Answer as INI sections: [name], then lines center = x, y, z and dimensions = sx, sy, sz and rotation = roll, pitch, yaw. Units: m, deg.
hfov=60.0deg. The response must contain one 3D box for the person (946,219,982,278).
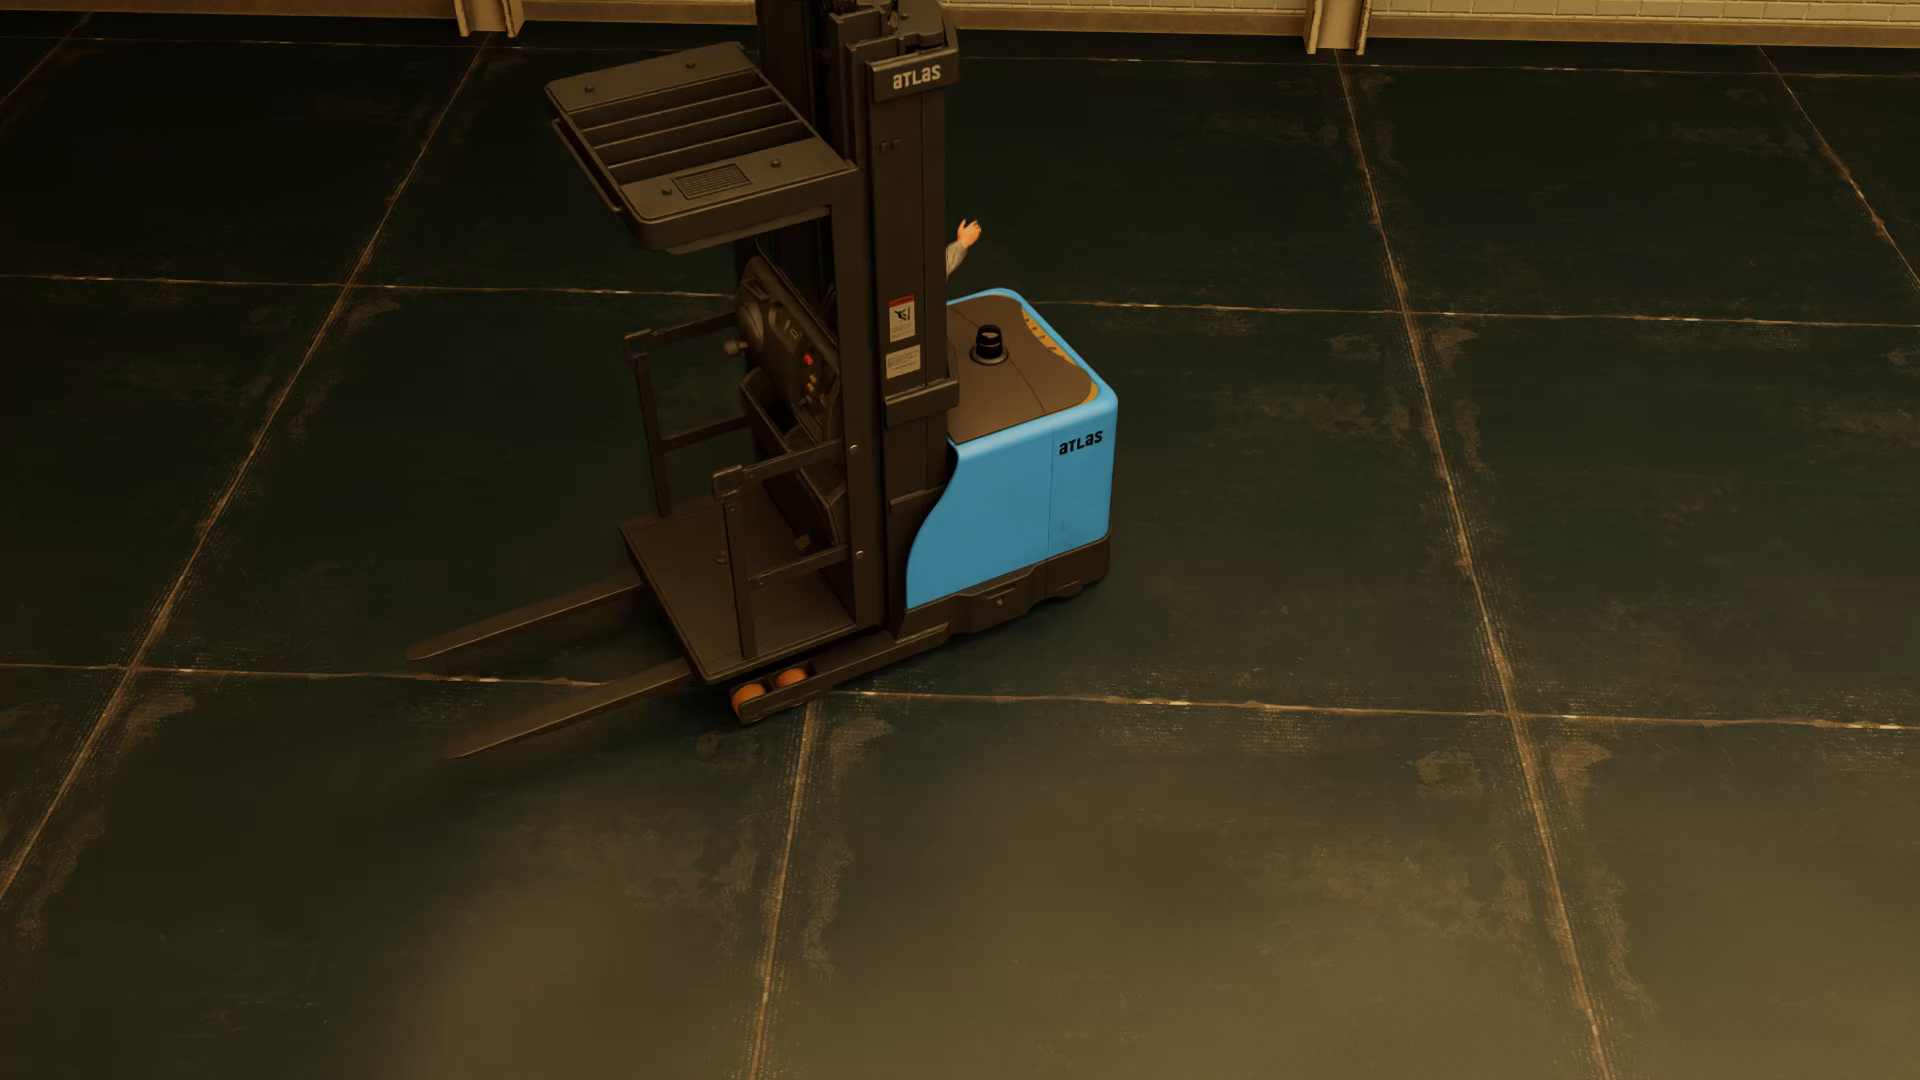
[person]
center = -0.294, -1.241, 8.211
dimensions = 0.793, 1.438, 1.577
rotation = -15, 44, -16

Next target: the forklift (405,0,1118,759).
[forklift]
center = -0.864, -0.718, 6.528
dimensions = 3.031, 2.935, 1.130
rotation = -19, 46, -20
